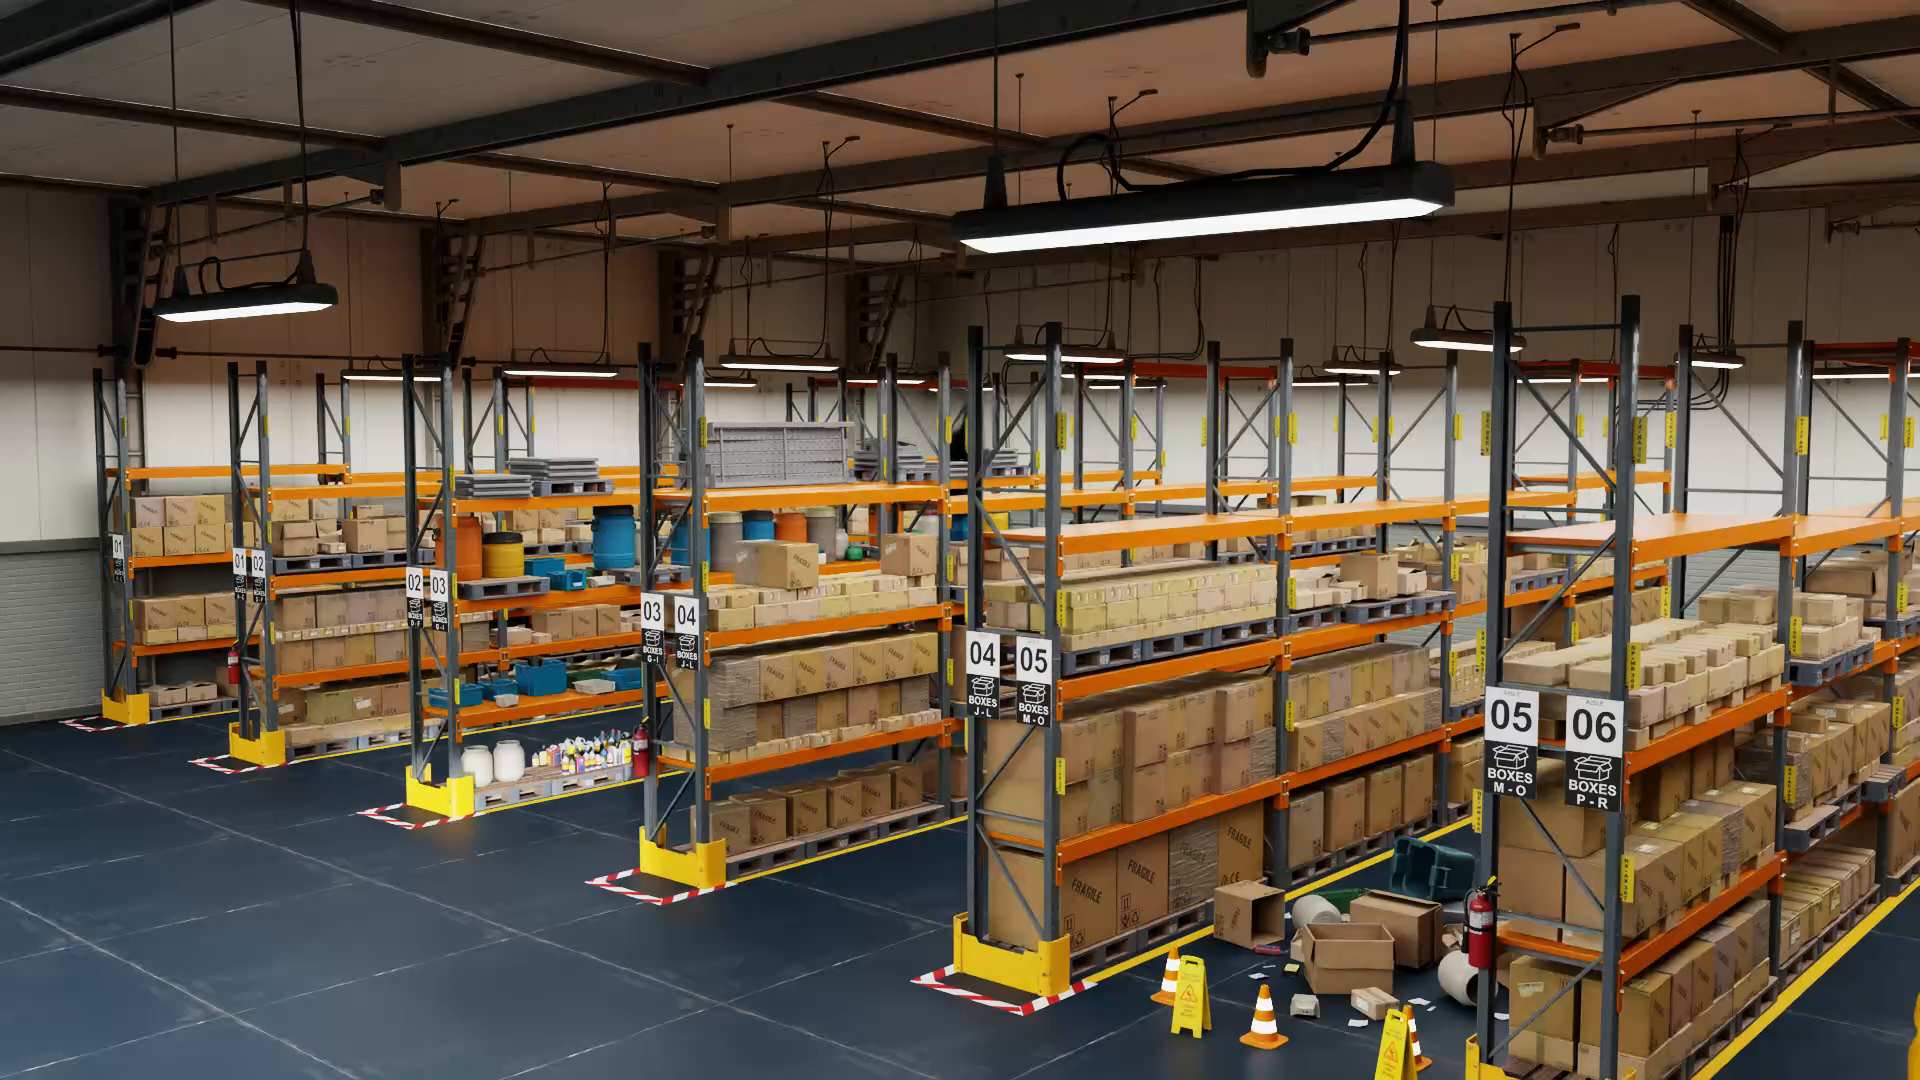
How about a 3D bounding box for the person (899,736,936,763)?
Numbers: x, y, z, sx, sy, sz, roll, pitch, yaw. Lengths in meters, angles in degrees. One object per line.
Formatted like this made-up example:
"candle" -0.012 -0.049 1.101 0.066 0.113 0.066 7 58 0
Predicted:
"person" -0.619 2.565 24.208 0.559 1.635 0.883 3 5 40
